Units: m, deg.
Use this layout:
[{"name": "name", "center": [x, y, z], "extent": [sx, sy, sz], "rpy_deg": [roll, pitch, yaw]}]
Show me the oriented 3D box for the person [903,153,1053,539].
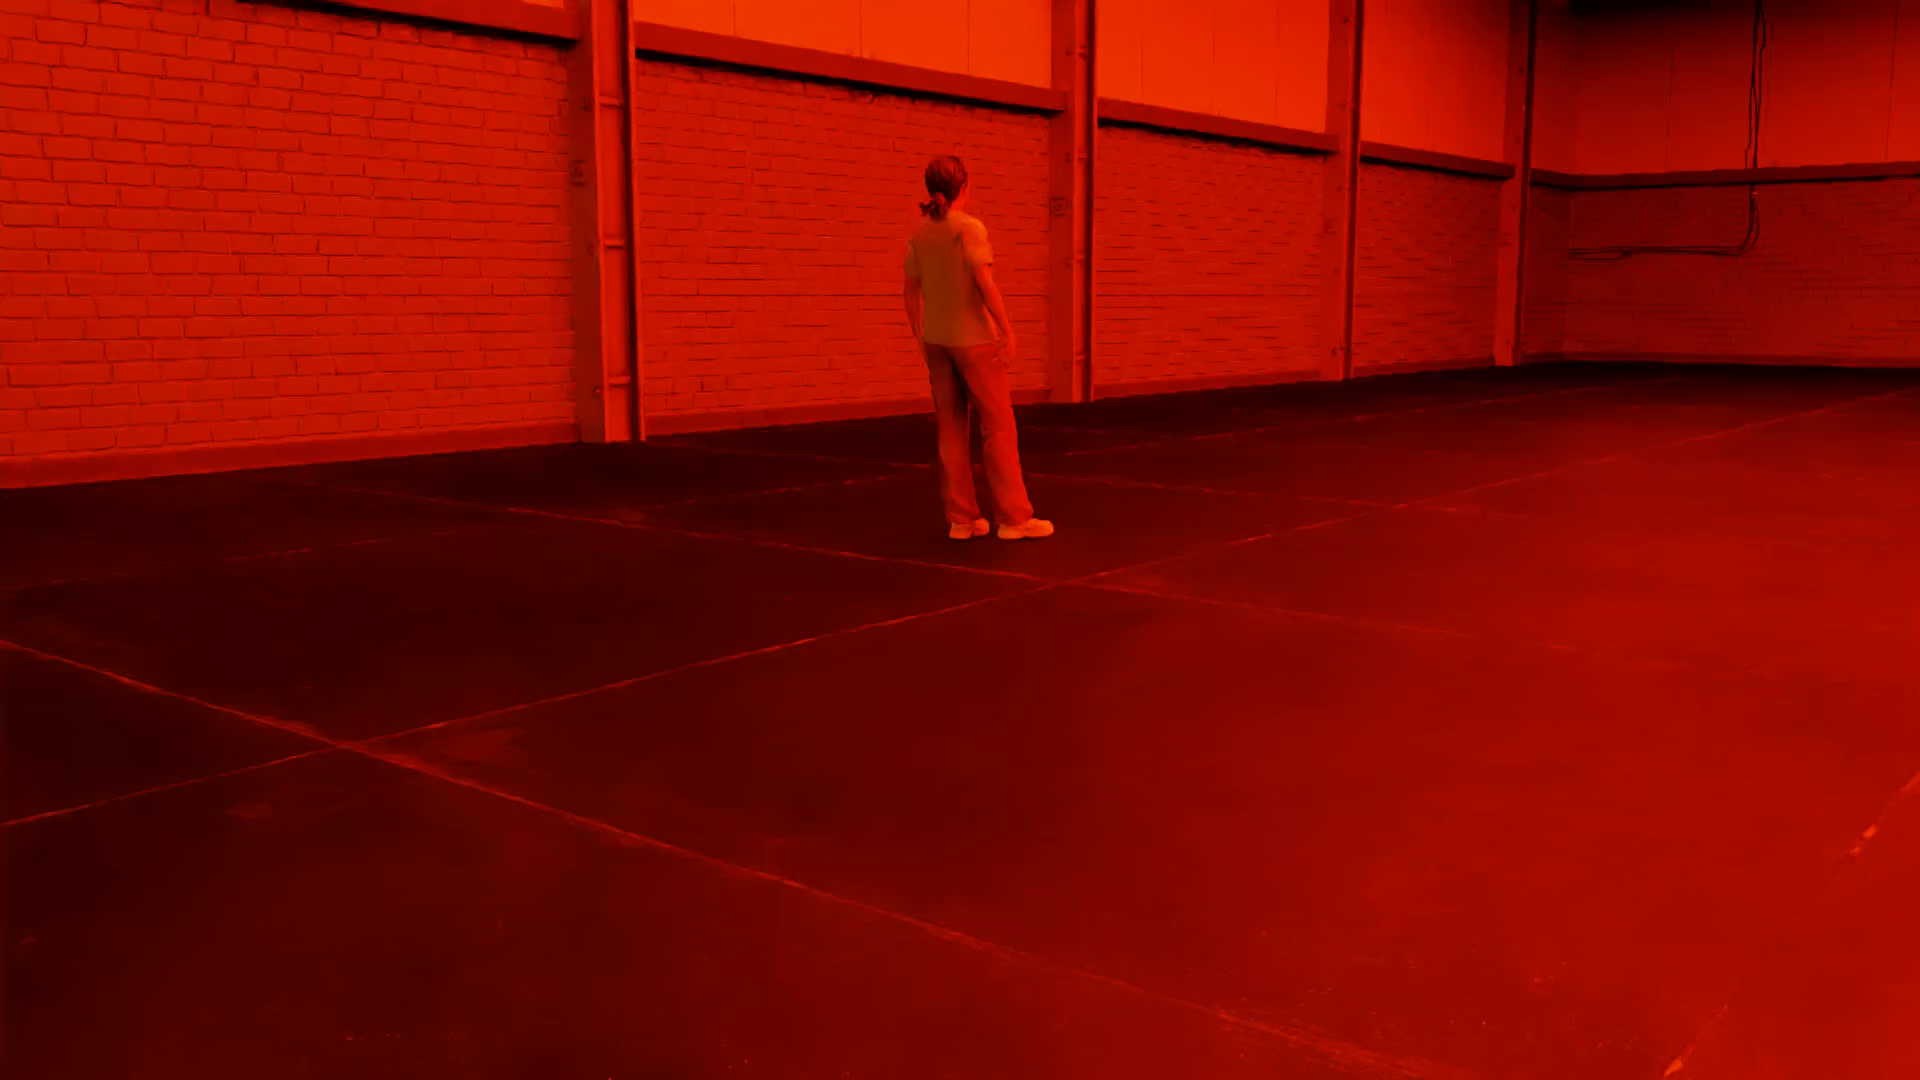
[{"name": "person", "center": [0.055, -0.844, 7.333], "extent": [0.554, 1.674, 0.548], "rpy_deg": [7, 11, 38]}]
